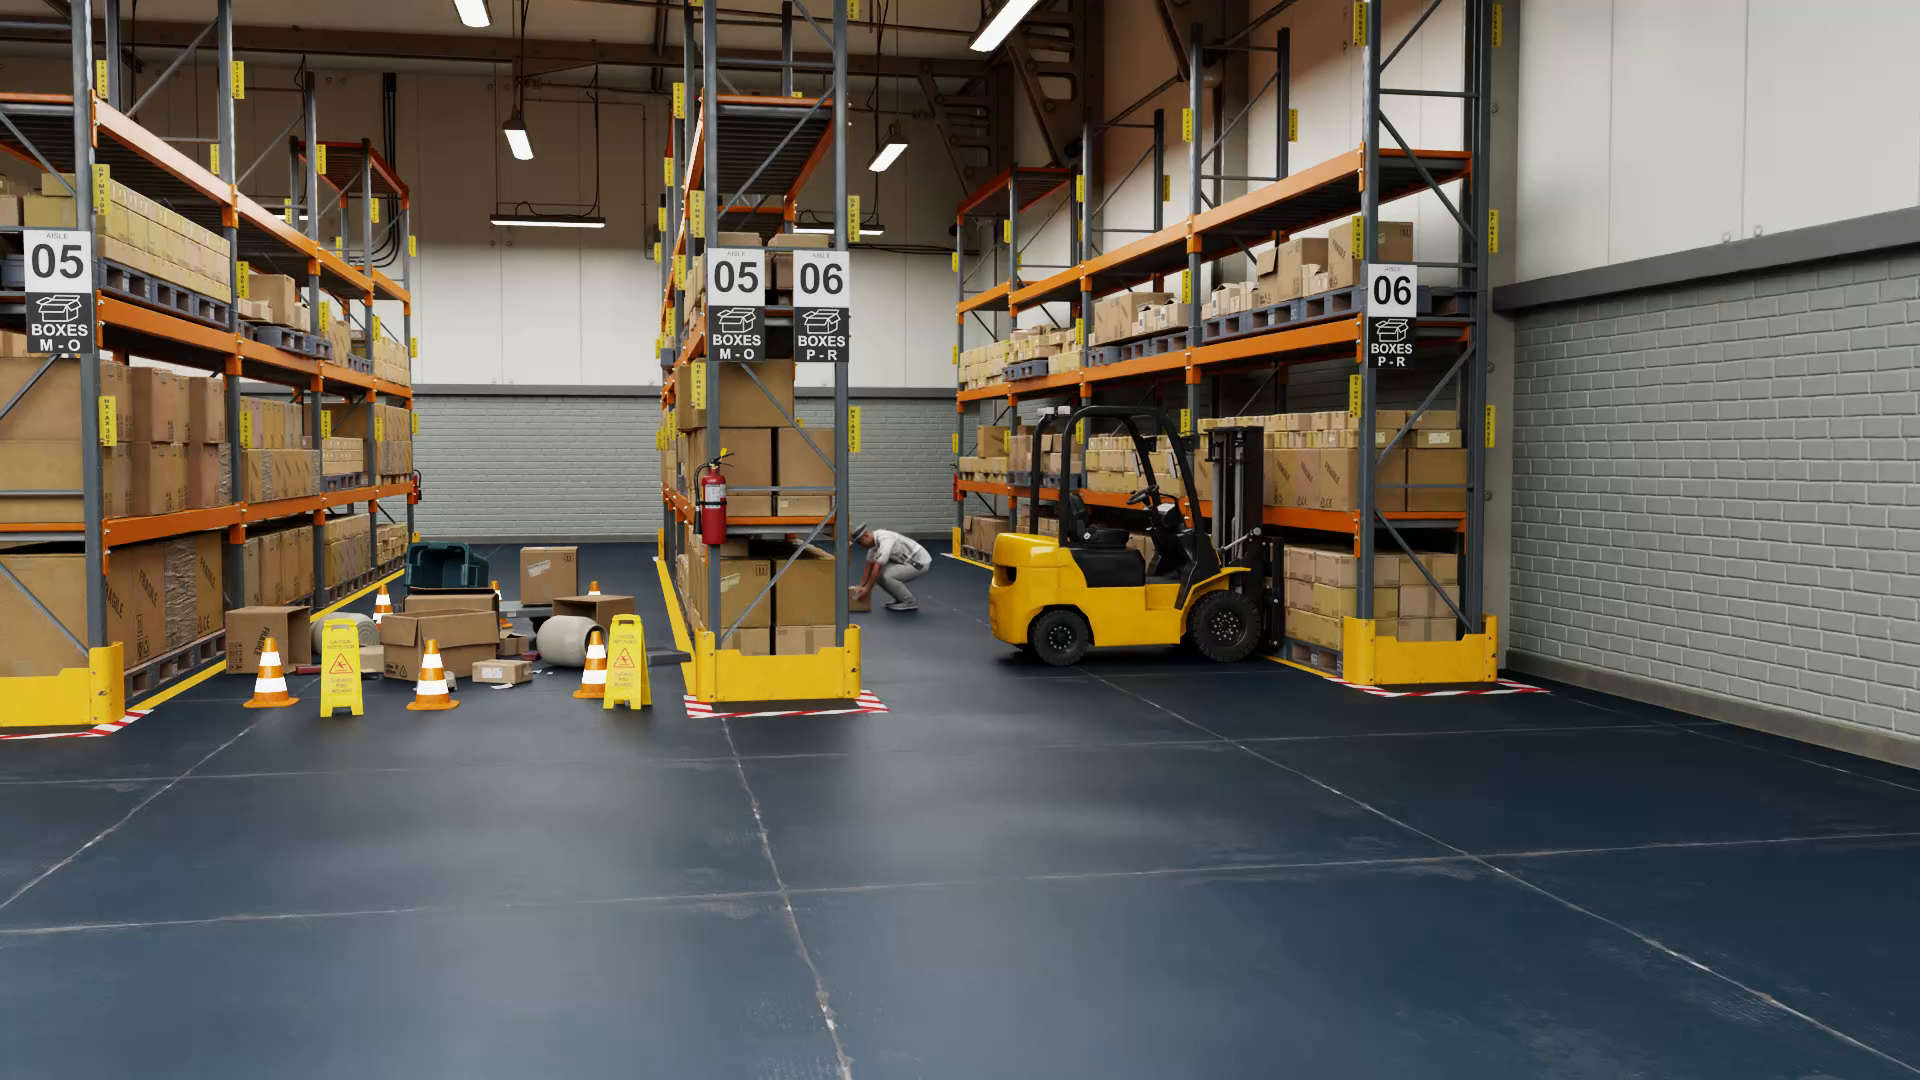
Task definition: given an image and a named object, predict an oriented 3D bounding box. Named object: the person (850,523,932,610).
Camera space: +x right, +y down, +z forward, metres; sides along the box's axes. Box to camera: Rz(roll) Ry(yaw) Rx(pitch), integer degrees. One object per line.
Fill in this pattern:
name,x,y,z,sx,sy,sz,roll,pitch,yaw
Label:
person,-0.792,0.293,18.775,0.949,0.990,0.569,-1,3,-12
